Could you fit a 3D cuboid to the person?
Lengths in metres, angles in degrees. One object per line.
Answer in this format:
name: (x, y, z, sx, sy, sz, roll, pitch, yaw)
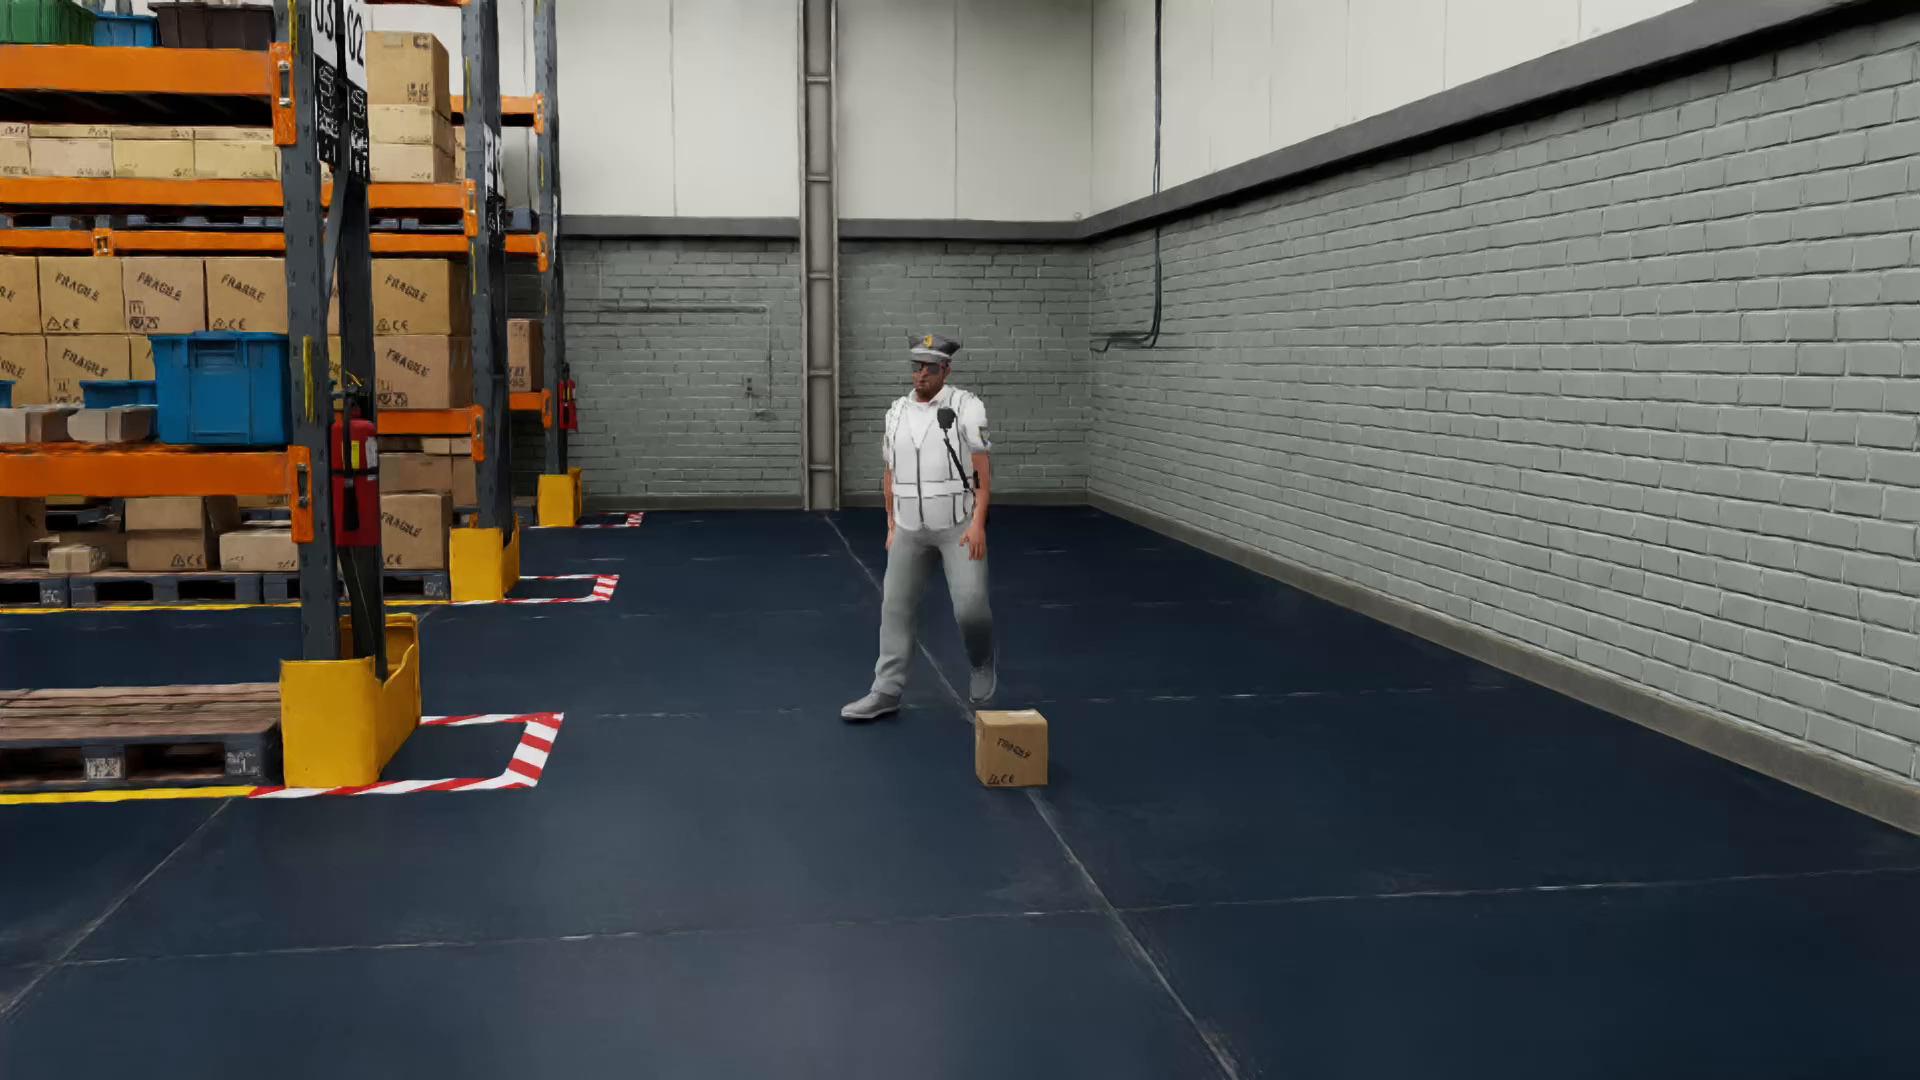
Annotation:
person: (-0.140, -0.068, 7.617, 0.671, 1.752, 0.598, 3, 7, 23)
